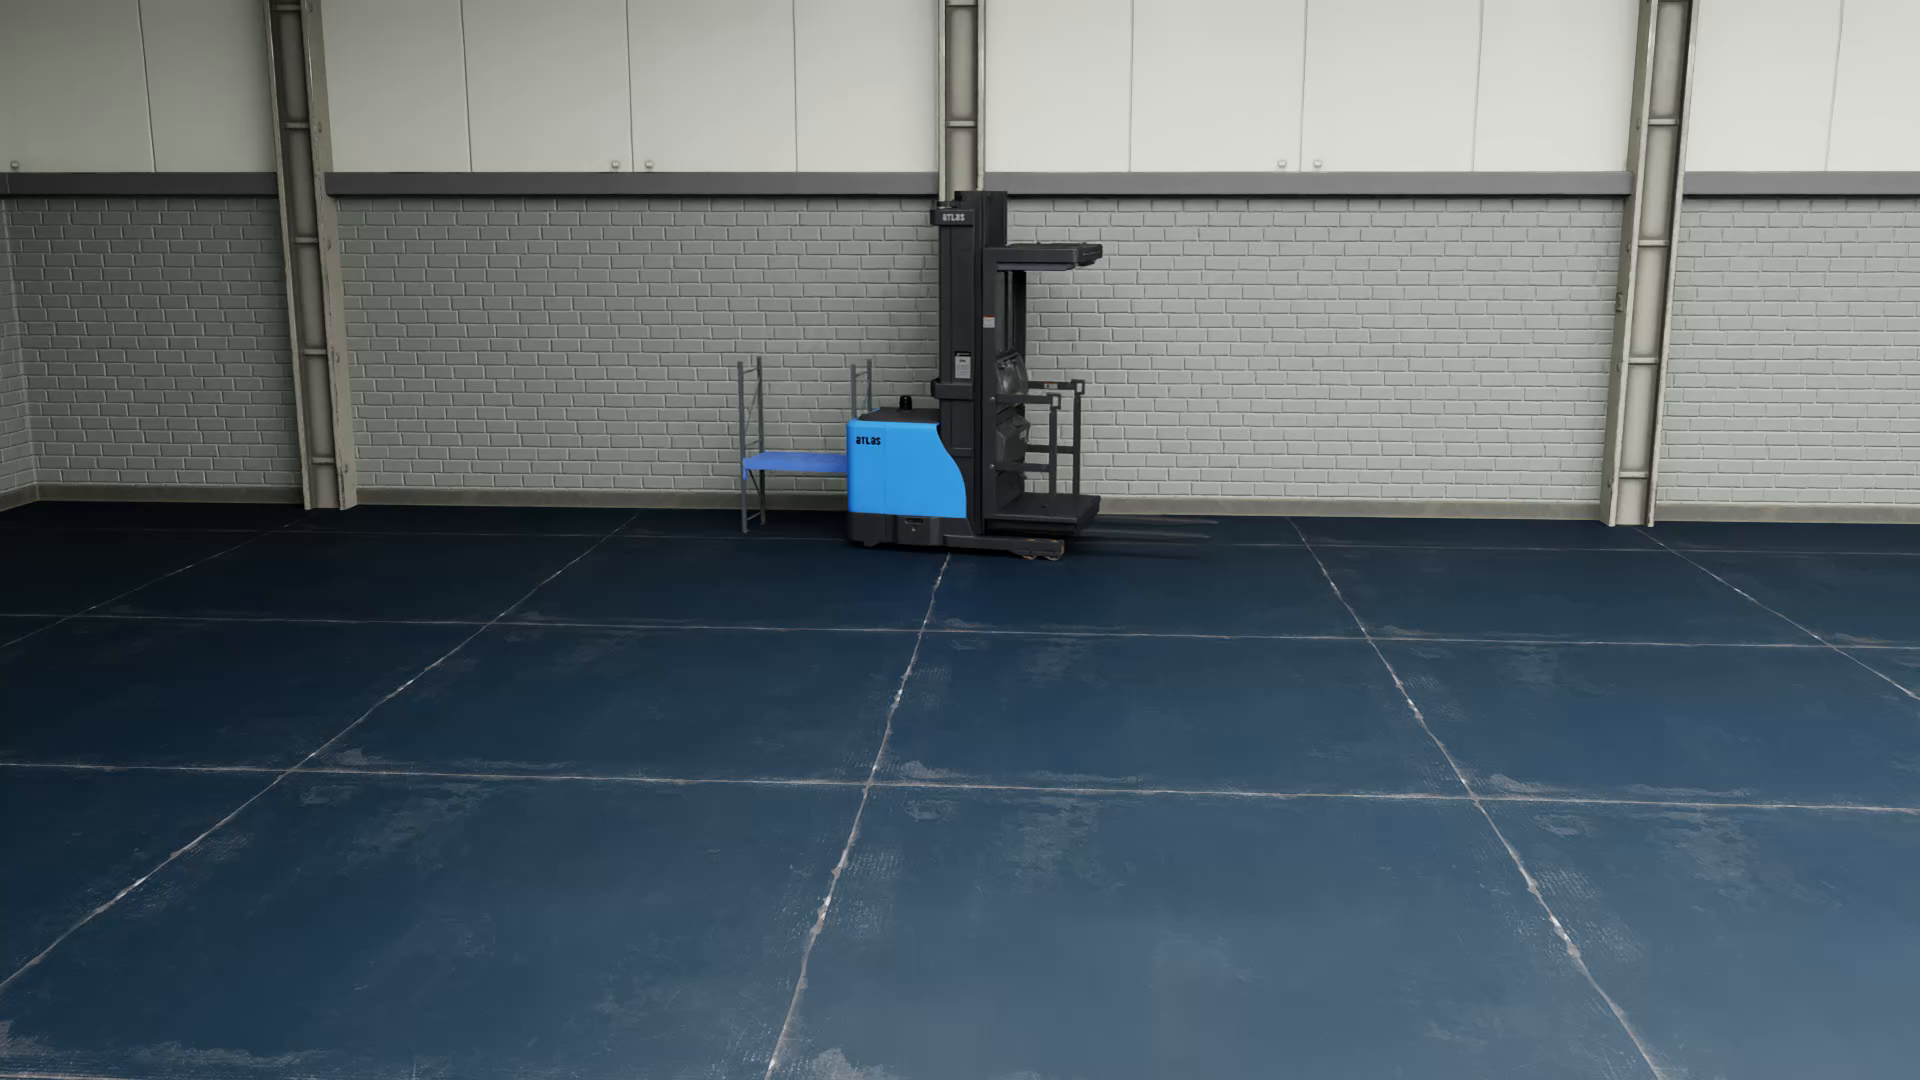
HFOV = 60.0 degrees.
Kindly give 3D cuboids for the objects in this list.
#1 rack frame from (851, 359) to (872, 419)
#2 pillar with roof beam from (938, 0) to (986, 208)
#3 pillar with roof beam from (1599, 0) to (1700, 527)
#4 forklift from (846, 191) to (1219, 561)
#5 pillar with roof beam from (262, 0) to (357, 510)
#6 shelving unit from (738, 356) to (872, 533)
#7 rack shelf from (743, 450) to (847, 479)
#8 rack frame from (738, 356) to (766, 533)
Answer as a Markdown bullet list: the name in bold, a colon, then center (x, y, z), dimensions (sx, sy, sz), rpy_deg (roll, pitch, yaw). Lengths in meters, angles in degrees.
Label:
- **rack frame**: center (-0.845, -0.794, 14.402), dimensions (0.032, 1.500, 0.500), rpy_deg (3, 12, 14)
- **pillar with roof beam**: center (-0.267, -3.761, 10.269), dimensions (0.400, 9.000, 9.100), rpy_deg (1, 12, 4)
- **pillar with roof beam**: center (5.719, -3.679, 9.877), dimensions (0.400, 9.000, 9.100), rpy_deg (1, 12, 4)
- **forklift**: center (0.619, -1.386, 13.734), dimensions (3.031, 2.935, 1.130), rpy_deg (3, 12, 15)
- **pillar with roof beam**: center (-6.254, -3.843, 10.662), dimensions (0.400, 9.000, 9.100), rpy_deg (1, 12, 4)
- **shelving unit**: center (-1.338, -0.820, 14.524), dimensions (1.048, 1.500, 0.538), rpy_deg (3, 12, 14)
- **rack shelf**: center (-1.338, -0.644, 14.561), dimensions (1.000, 0.185, 0.538), rpy_deg (3, 12, 14)
- **rack frame**: center (-1.831, -0.845, 14.645), dimensions (0.032, 1.500, 0.500), rpy_deg (3, 12, 14)
